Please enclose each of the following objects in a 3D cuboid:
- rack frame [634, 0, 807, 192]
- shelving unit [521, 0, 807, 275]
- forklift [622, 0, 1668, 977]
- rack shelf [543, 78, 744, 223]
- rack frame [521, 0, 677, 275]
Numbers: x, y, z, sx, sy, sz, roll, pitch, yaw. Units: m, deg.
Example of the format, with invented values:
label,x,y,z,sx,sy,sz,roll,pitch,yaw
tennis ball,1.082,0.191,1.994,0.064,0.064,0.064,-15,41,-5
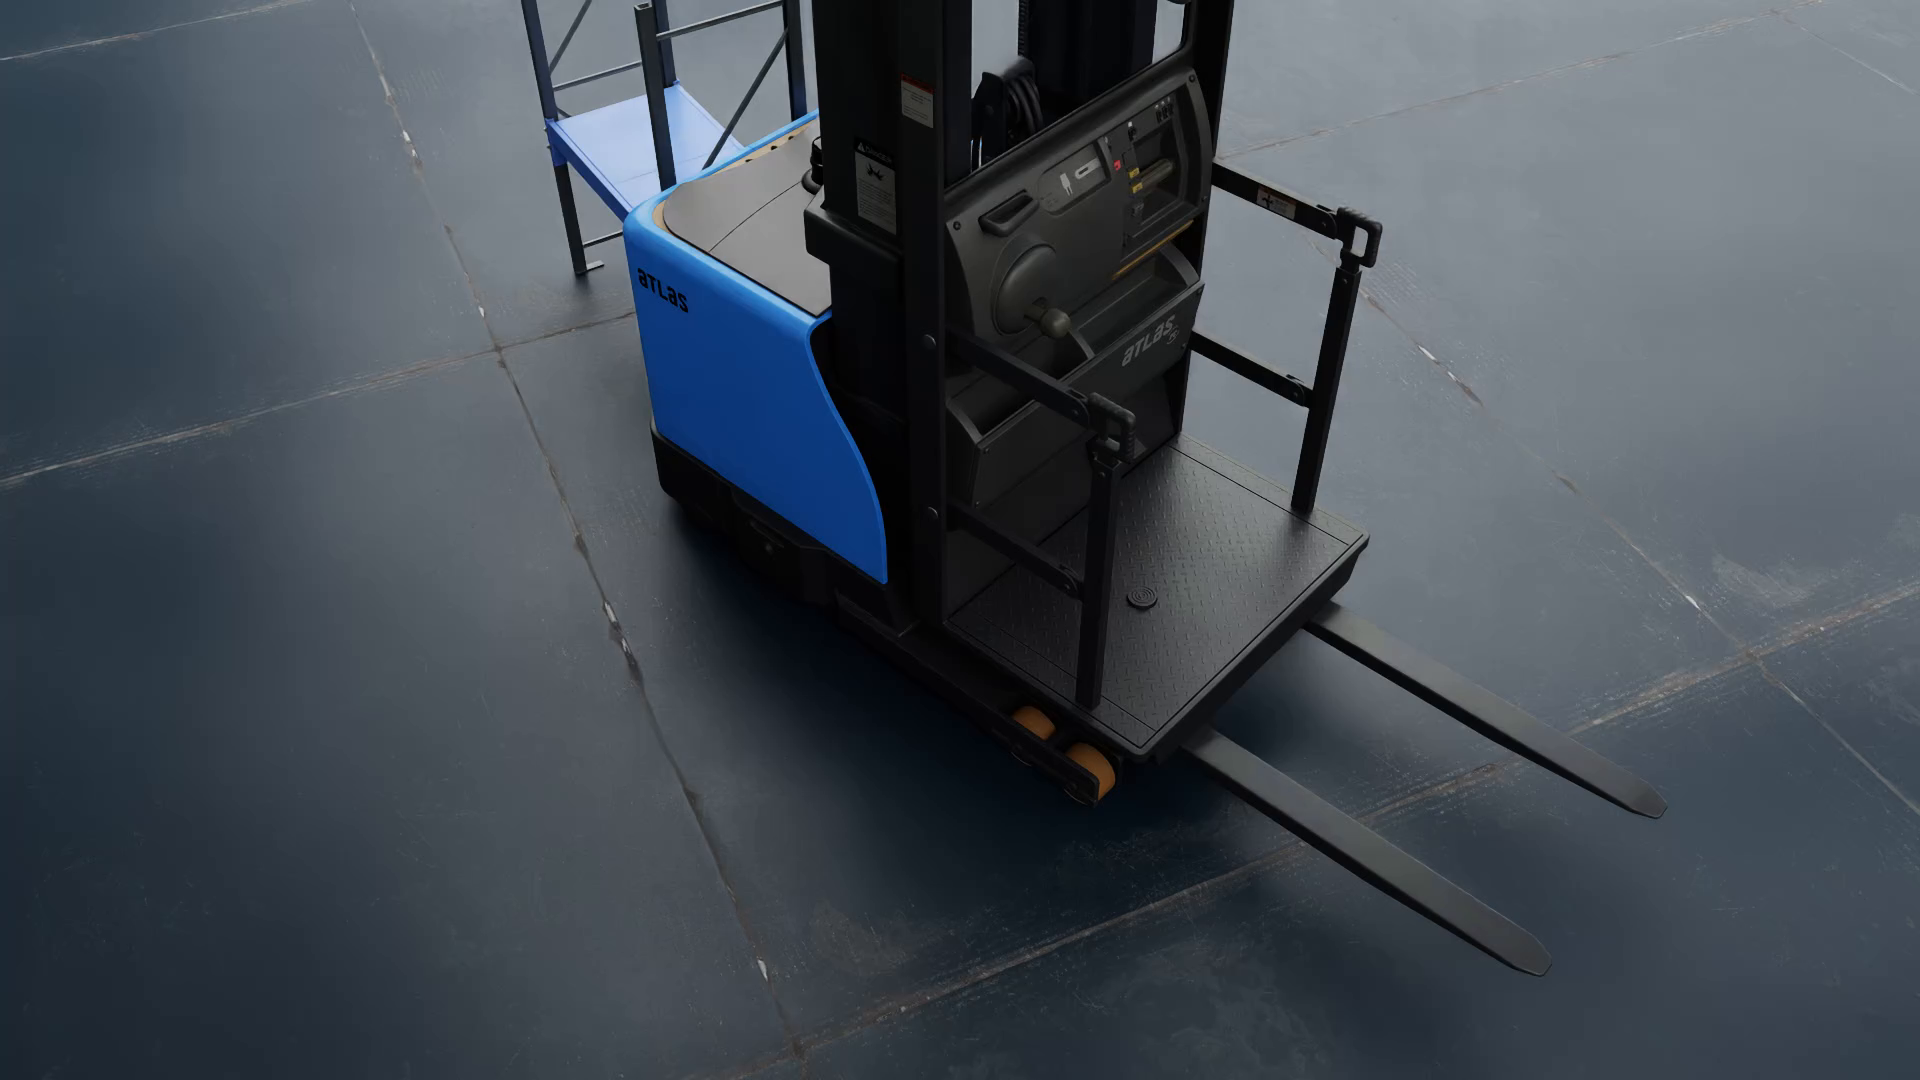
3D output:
label,x,y,z,sx,sy,sz,roll,pitch,yaw
rack frame,-0.688,-1.036,5.232,0.500,1.500,0.032,-24,50,-23
shelving unit,-0.964,-1.336,5.536,0.538,1.500,1.048,-24,50,-23
forklift,0.465,-0.748,3.921,3.031,2.935,1.130,32,53,29
rack shelf,-0.964,-1.208,5.662,0.538,0.185,1.000,-24,50,-23
rack frame,-1.240,-1.636,5.840,0.500,1.500,0.032,-24,50,-23
